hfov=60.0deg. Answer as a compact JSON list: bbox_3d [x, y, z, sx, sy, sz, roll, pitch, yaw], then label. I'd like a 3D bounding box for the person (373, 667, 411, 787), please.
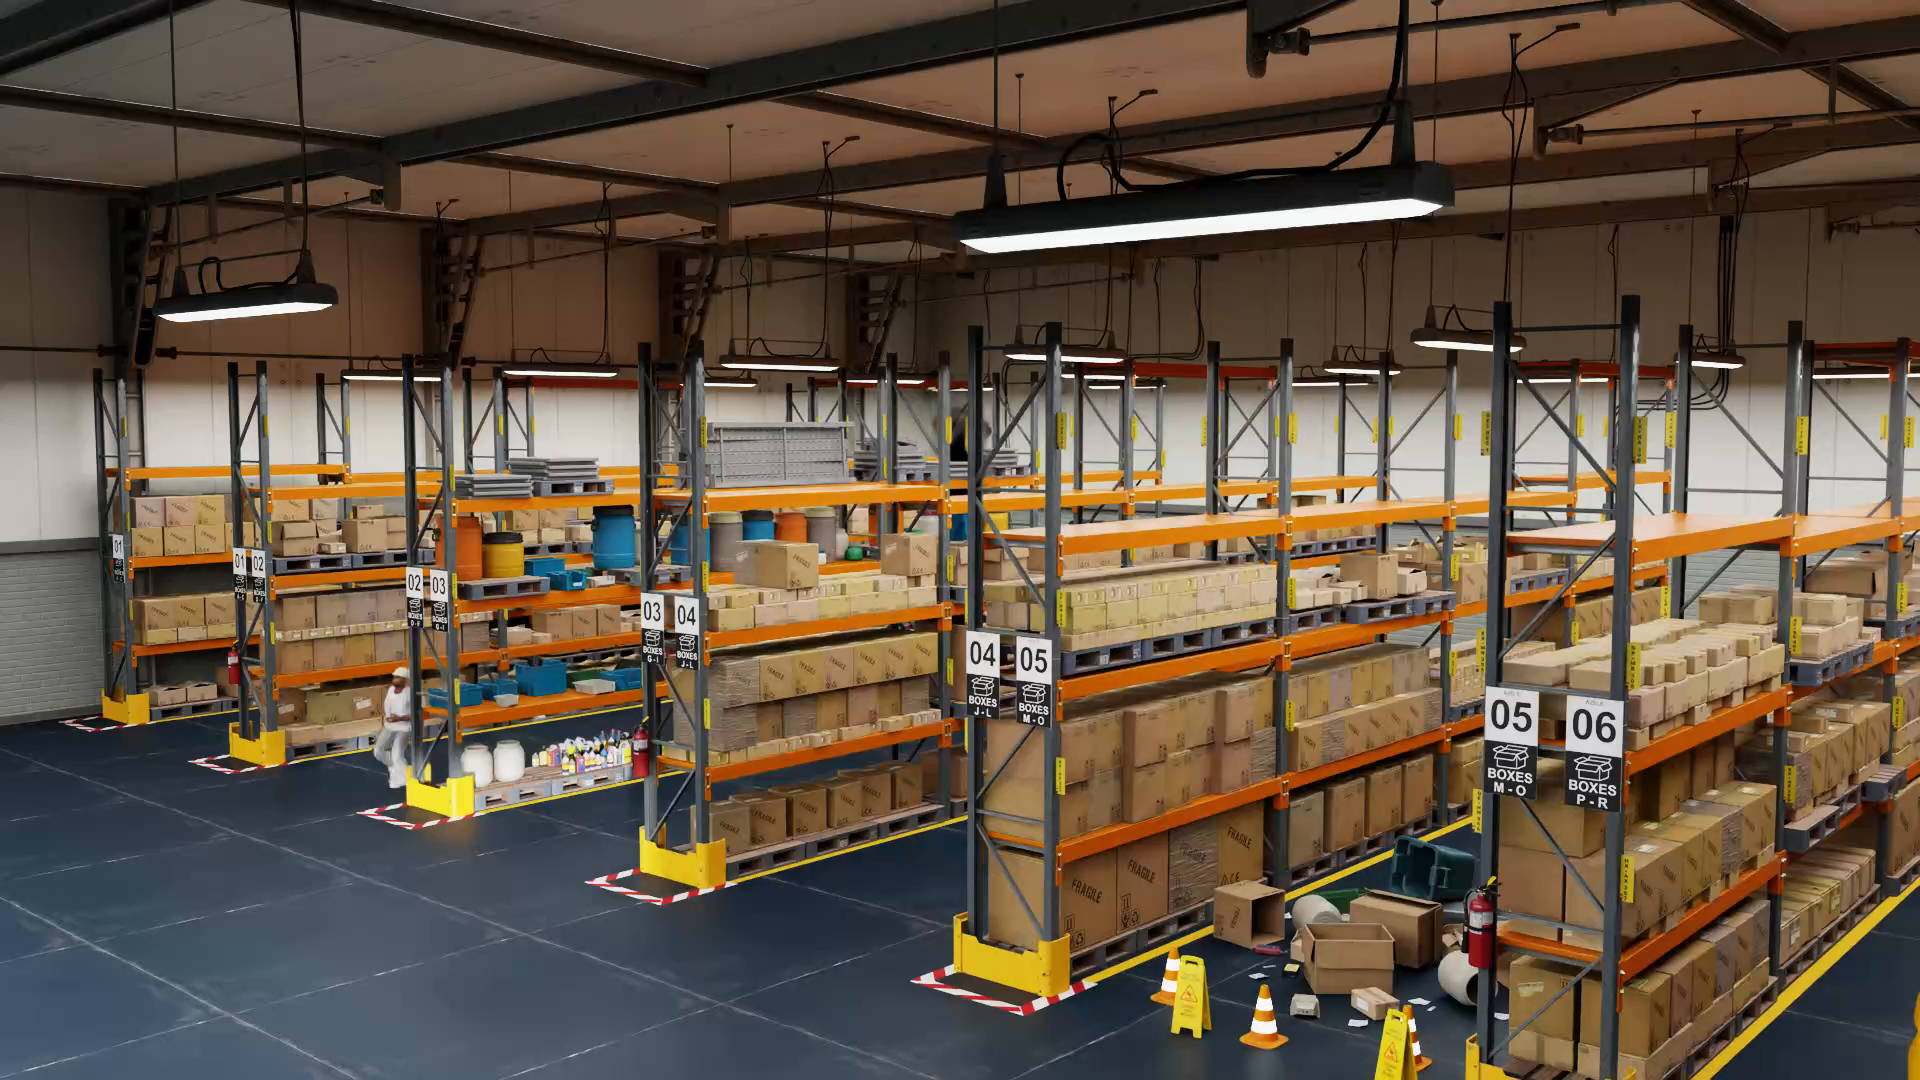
[{"bbox_3d":[-7.804,2.606,23.096,0.692,1.703,0.575,2,5,22],"label":"person"}]
